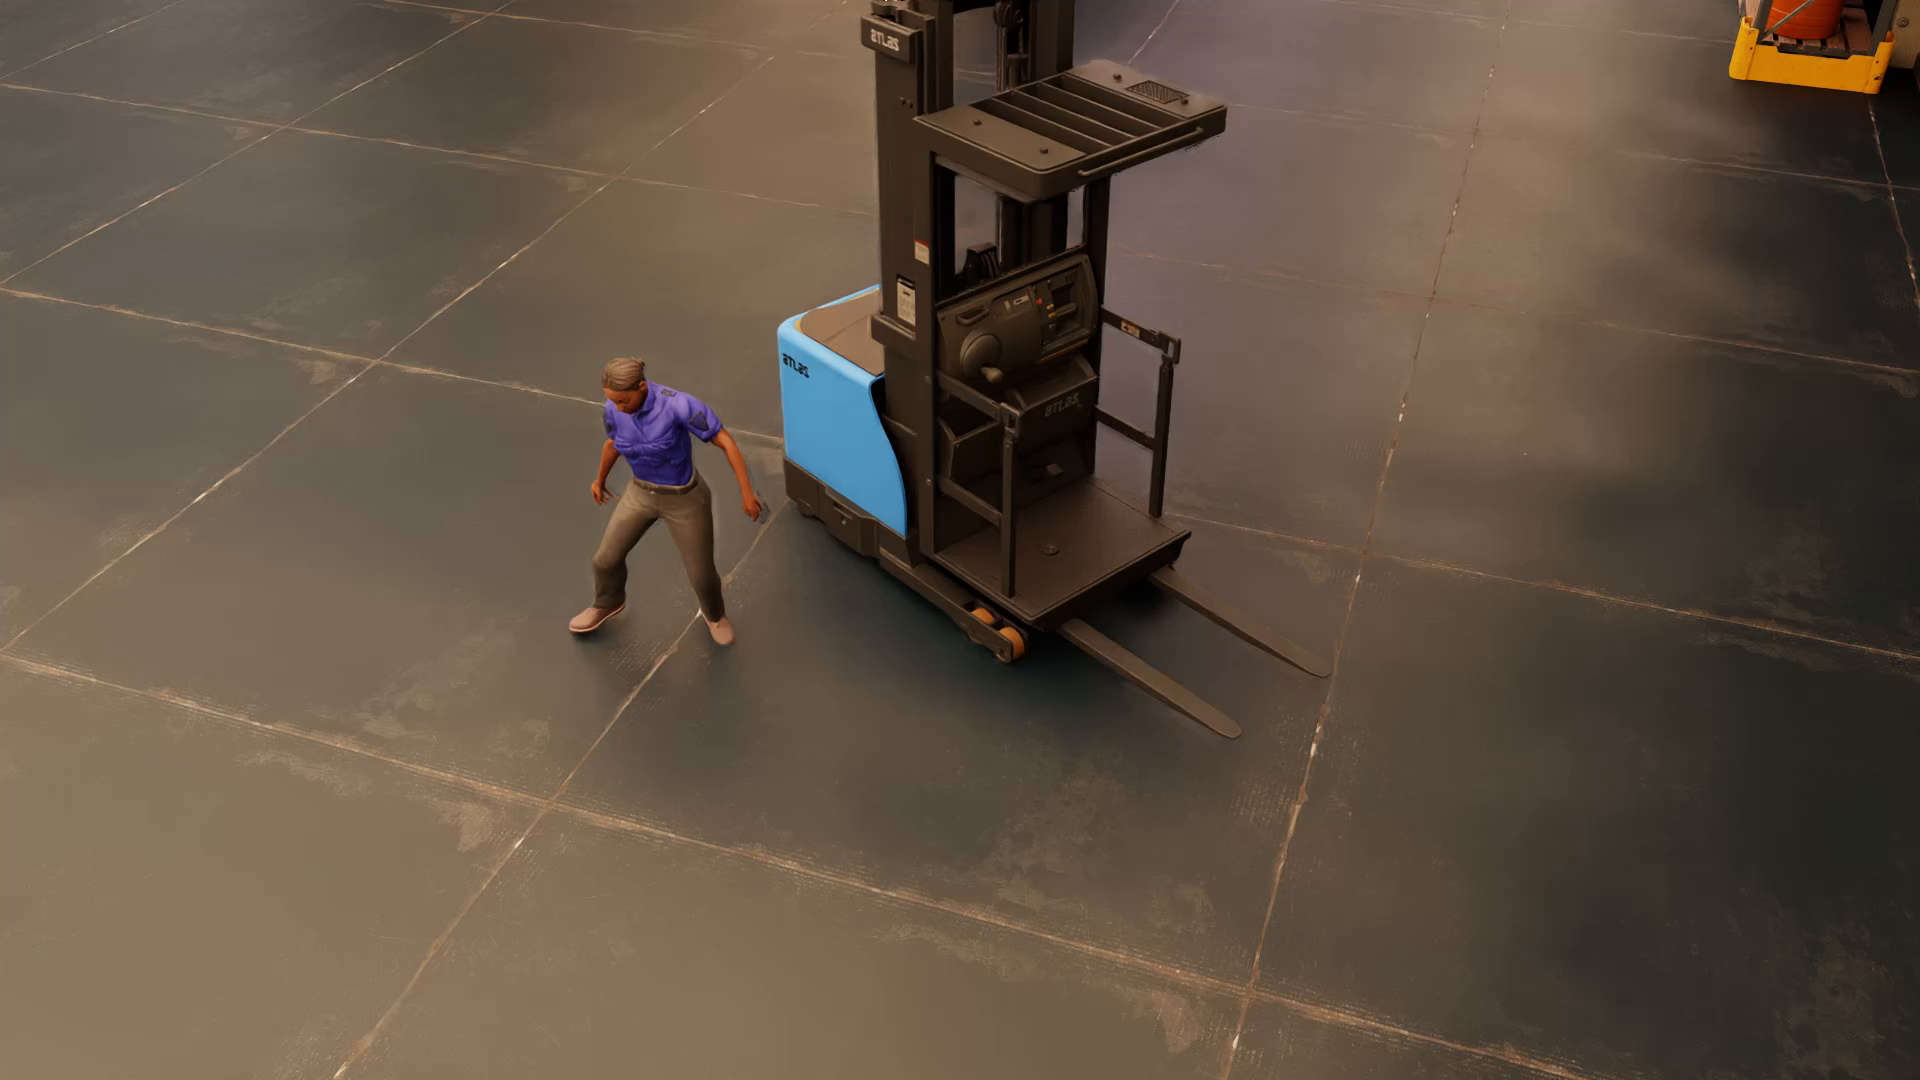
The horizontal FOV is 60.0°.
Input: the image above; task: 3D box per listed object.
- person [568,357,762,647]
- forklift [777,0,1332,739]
[{"bbox_3d":[-1.364,-0.172,7.549,1.021,1.591,0.447,8,36,12],"label":"person"},{"bbox_3d":[0.414,-0.953,7.454,1.130,2.935,3.031,-27,43,-33],"label":"forklift"}]
